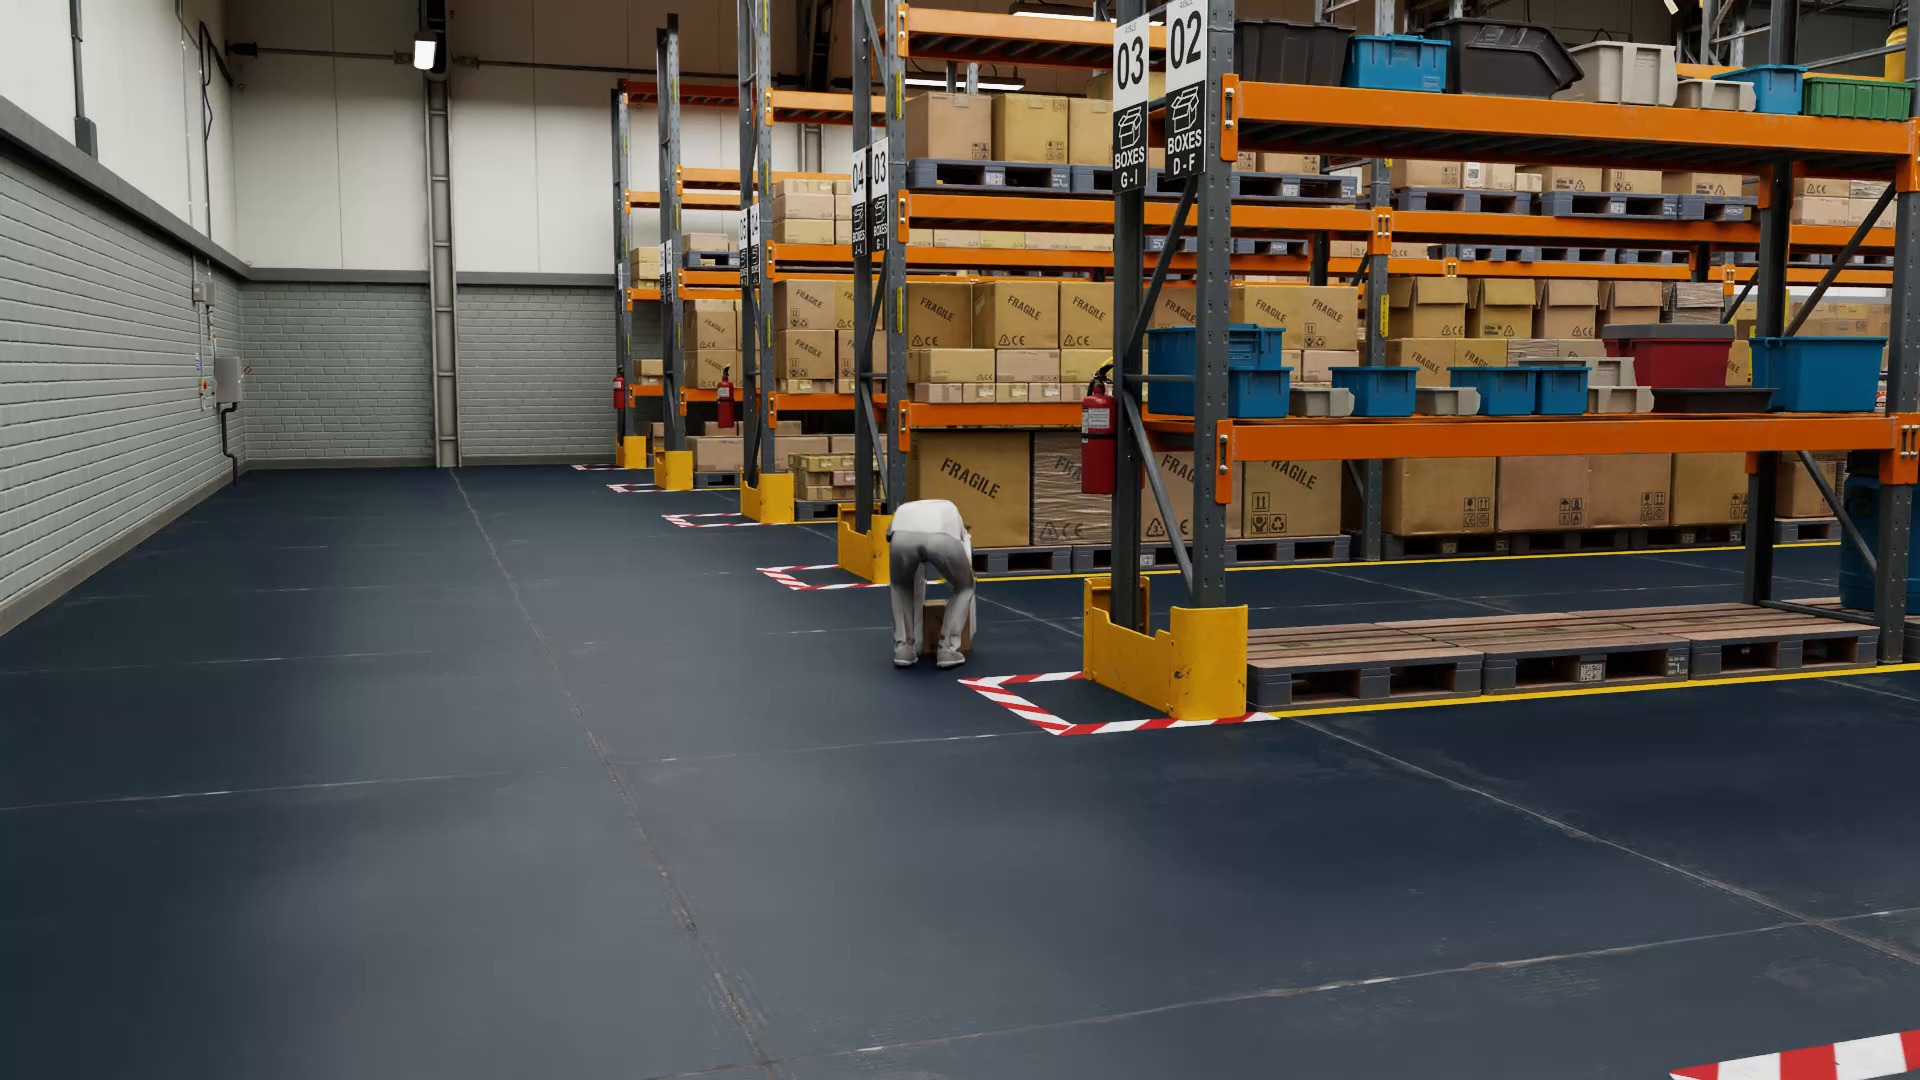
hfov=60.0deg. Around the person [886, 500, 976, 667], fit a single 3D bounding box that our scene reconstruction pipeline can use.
[{"bbox_3d":[-0.143,0.206,8.883,0.463,0.883,0.886,1,6,9],"label":"person"}]
